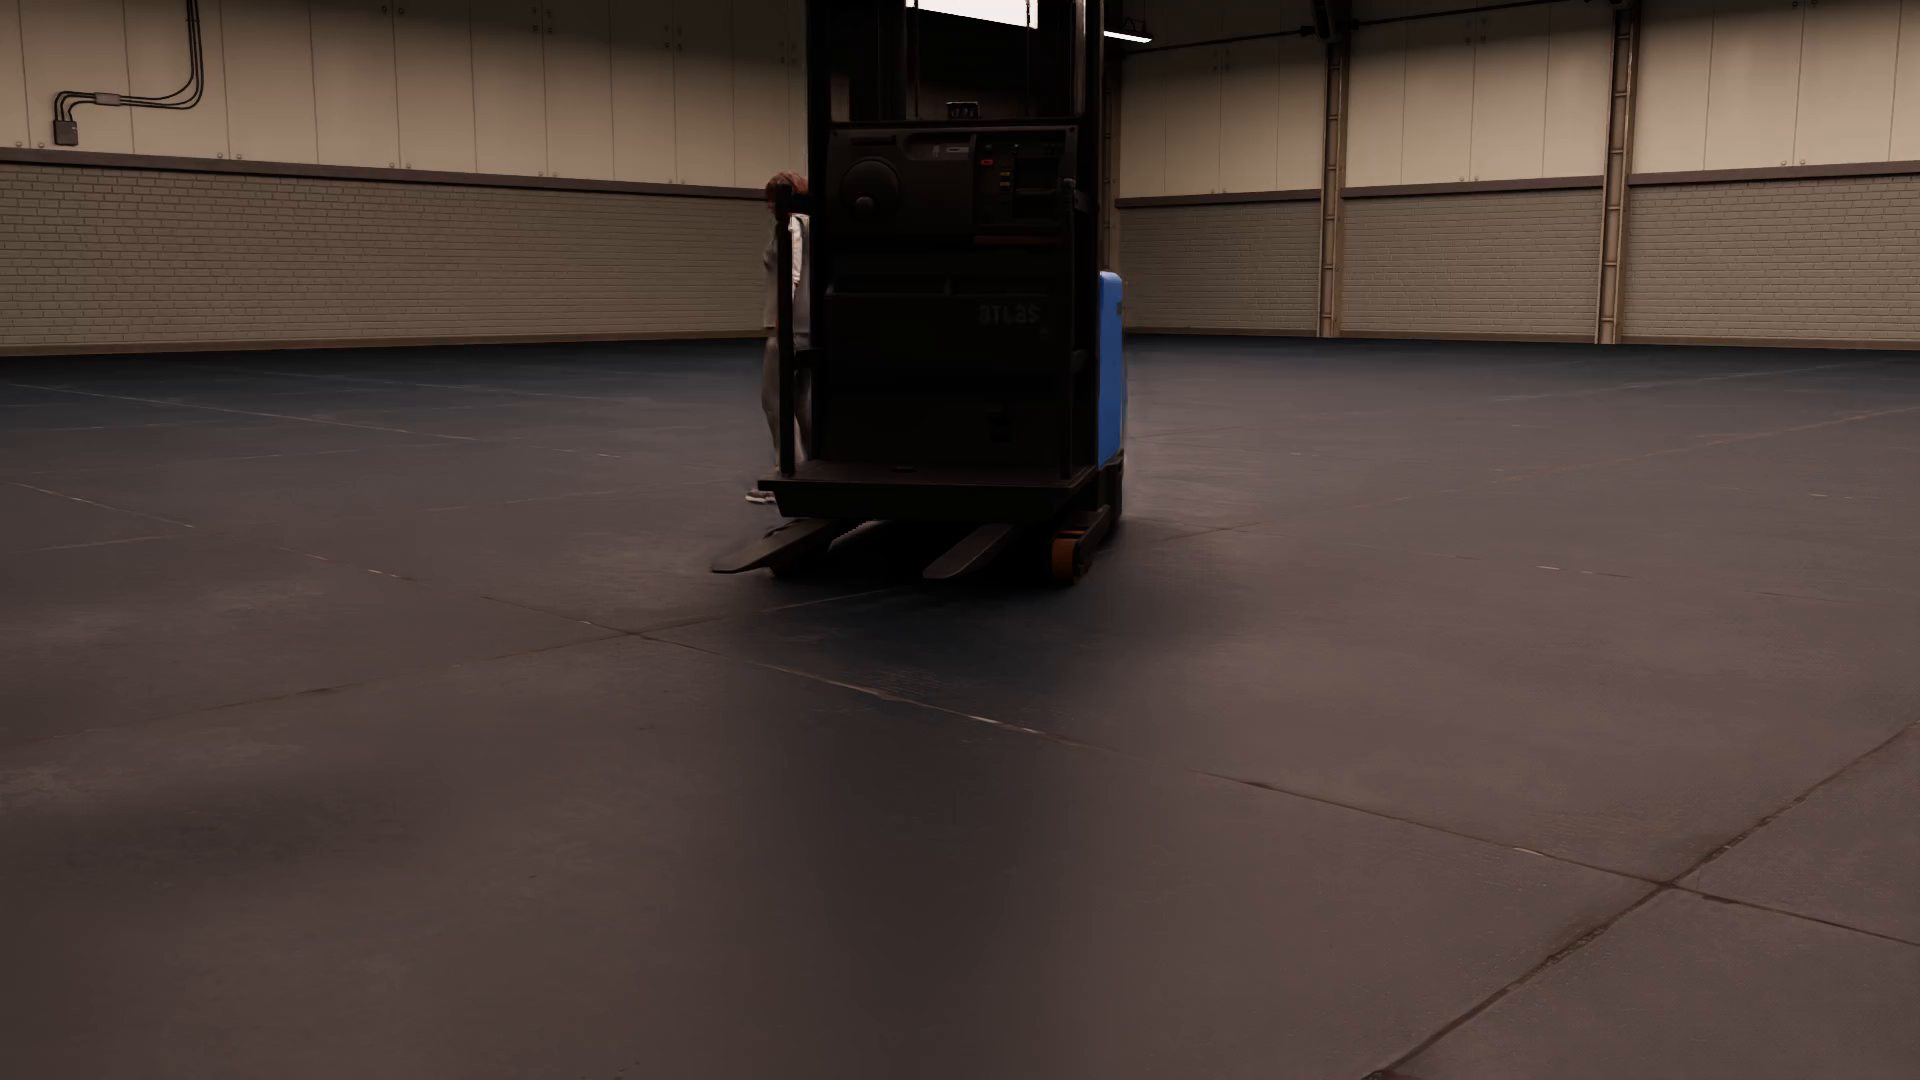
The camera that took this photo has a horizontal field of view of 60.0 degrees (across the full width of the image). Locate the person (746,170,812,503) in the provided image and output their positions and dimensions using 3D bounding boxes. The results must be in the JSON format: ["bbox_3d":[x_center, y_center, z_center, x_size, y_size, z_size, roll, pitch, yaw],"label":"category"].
[{"bbox_3d":[-0.801,-0.996,8.087,0.314,1.571,0.696,2,9,16],"label":"person"}]

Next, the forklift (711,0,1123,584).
[{"bbox_3d":[-0.073,-1.354,5.868,1.130,2.935,3.031,2,9,11],"label":"forklift"}]
